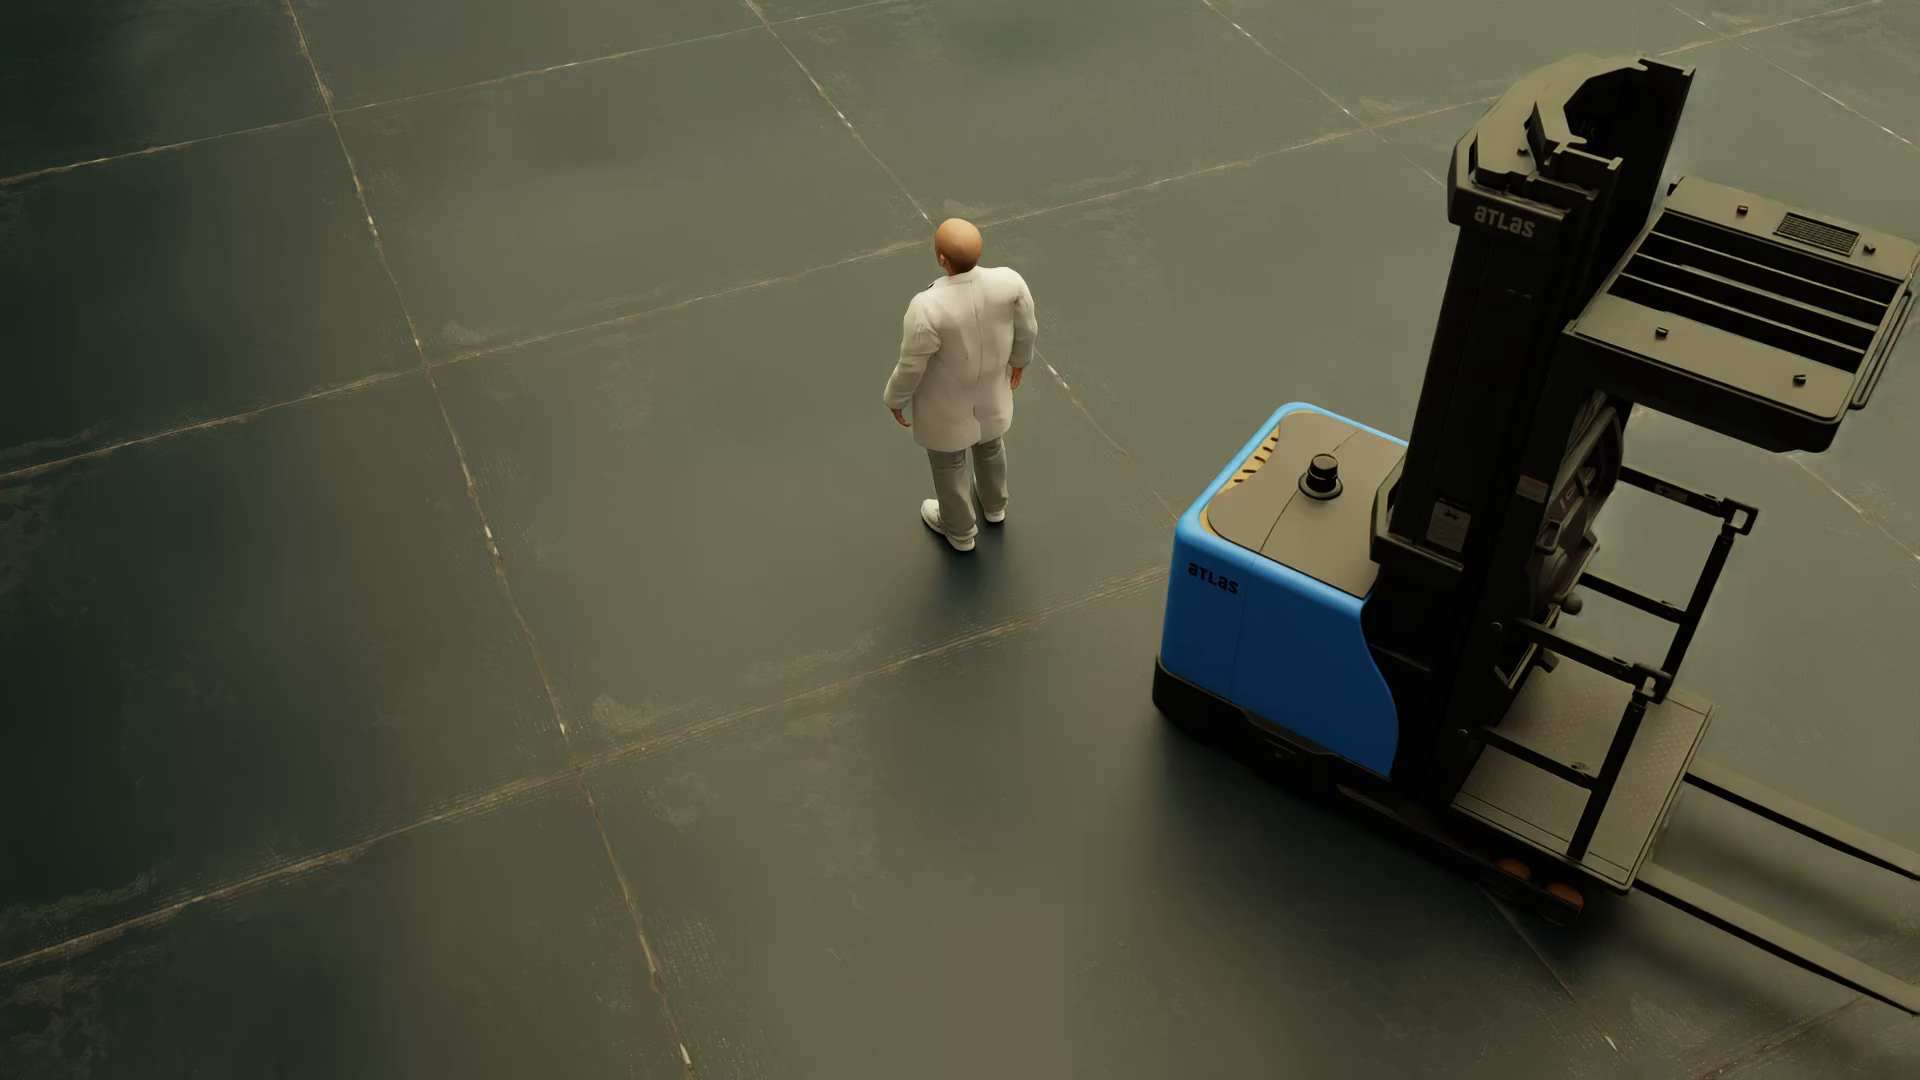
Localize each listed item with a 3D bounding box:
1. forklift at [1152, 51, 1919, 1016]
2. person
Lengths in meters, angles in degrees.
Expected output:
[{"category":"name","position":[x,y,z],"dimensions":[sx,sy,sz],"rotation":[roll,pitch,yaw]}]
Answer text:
[{"category":"forklift","position":[2.310,-0.038,5.721],"dimensions":[3.031,2.935,1.130],"rotation":[25,49,25]},{"category":"person","position":[-0.035,-0.713,7.279],"dimensions":[0.698,1.778,0.578],"rotation":[-18,46,-18]}]
